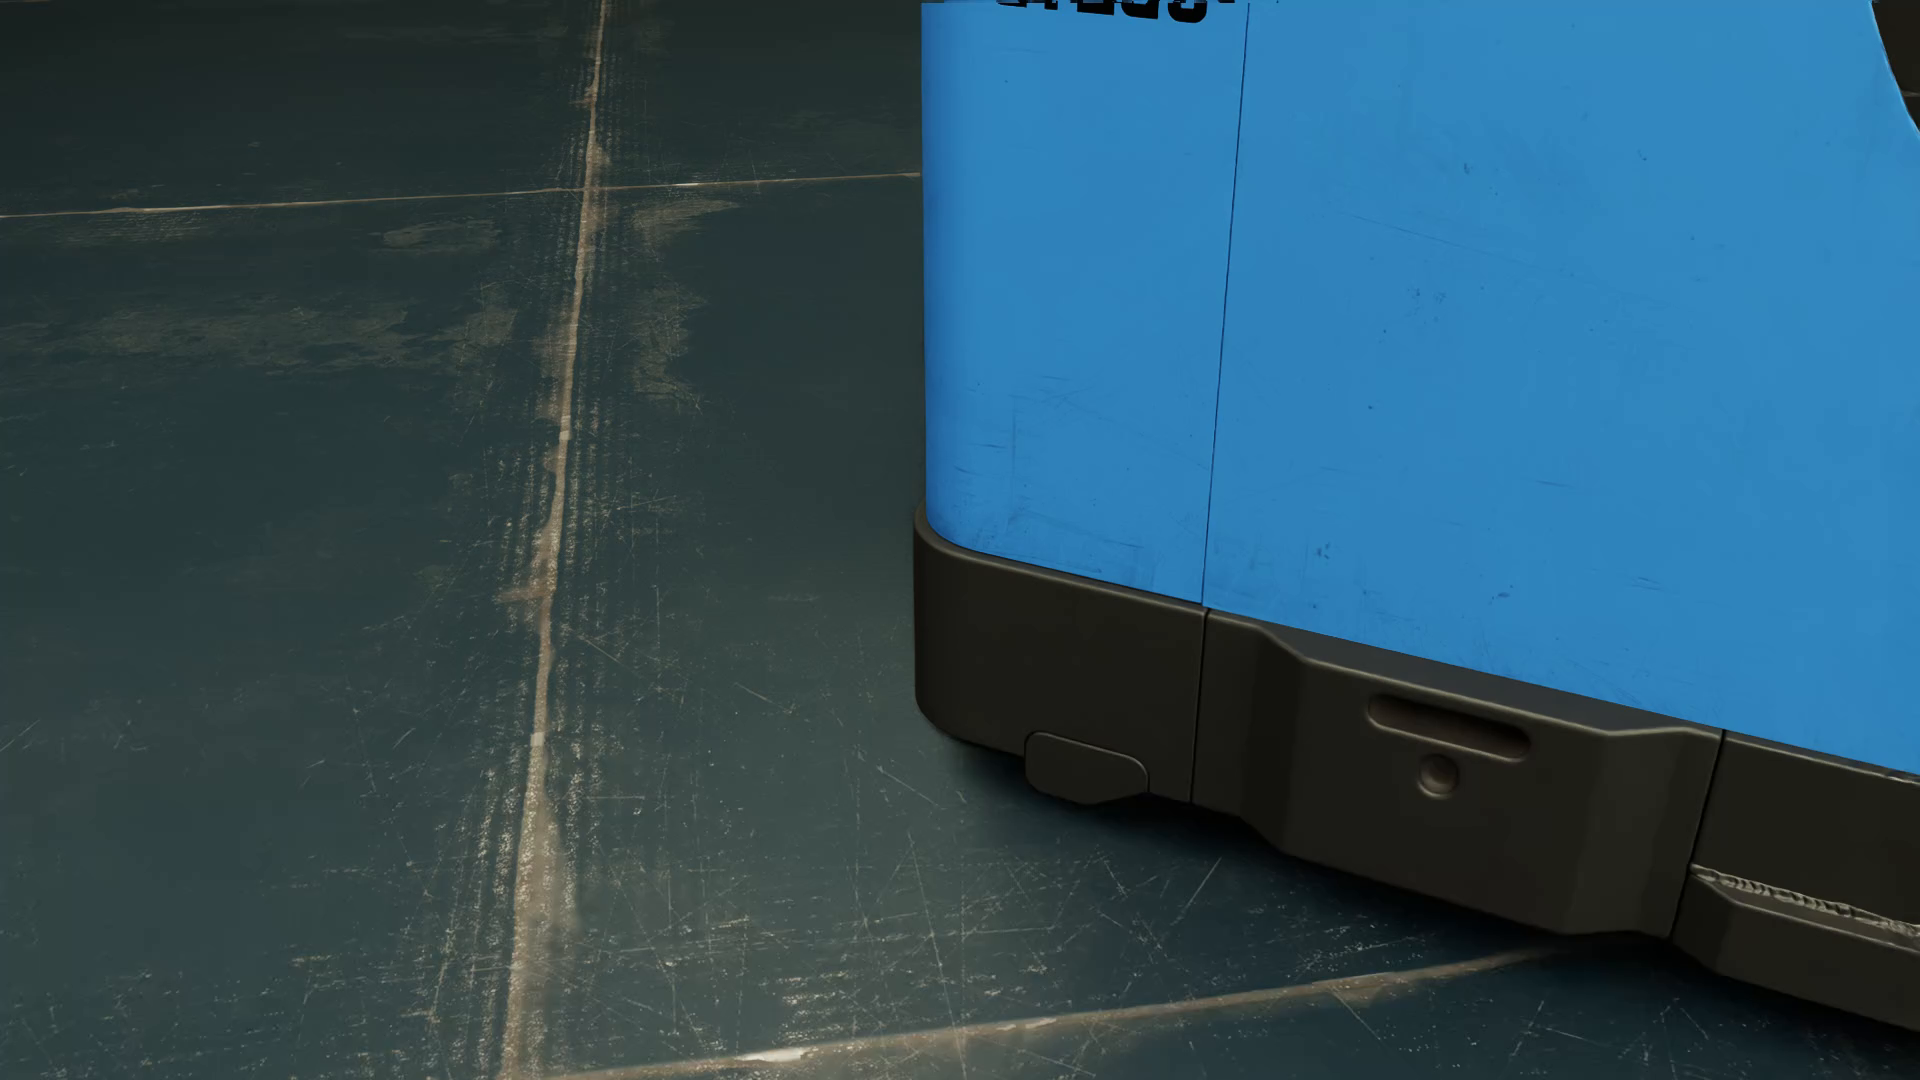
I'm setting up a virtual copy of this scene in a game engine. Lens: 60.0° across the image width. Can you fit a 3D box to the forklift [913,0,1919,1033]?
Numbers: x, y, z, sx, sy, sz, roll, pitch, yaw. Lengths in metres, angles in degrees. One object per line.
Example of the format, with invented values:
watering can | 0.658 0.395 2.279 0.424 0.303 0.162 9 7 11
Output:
forklift | 1.500 -0.926 1.119 3.031 2.935 1.130 13 31 23
